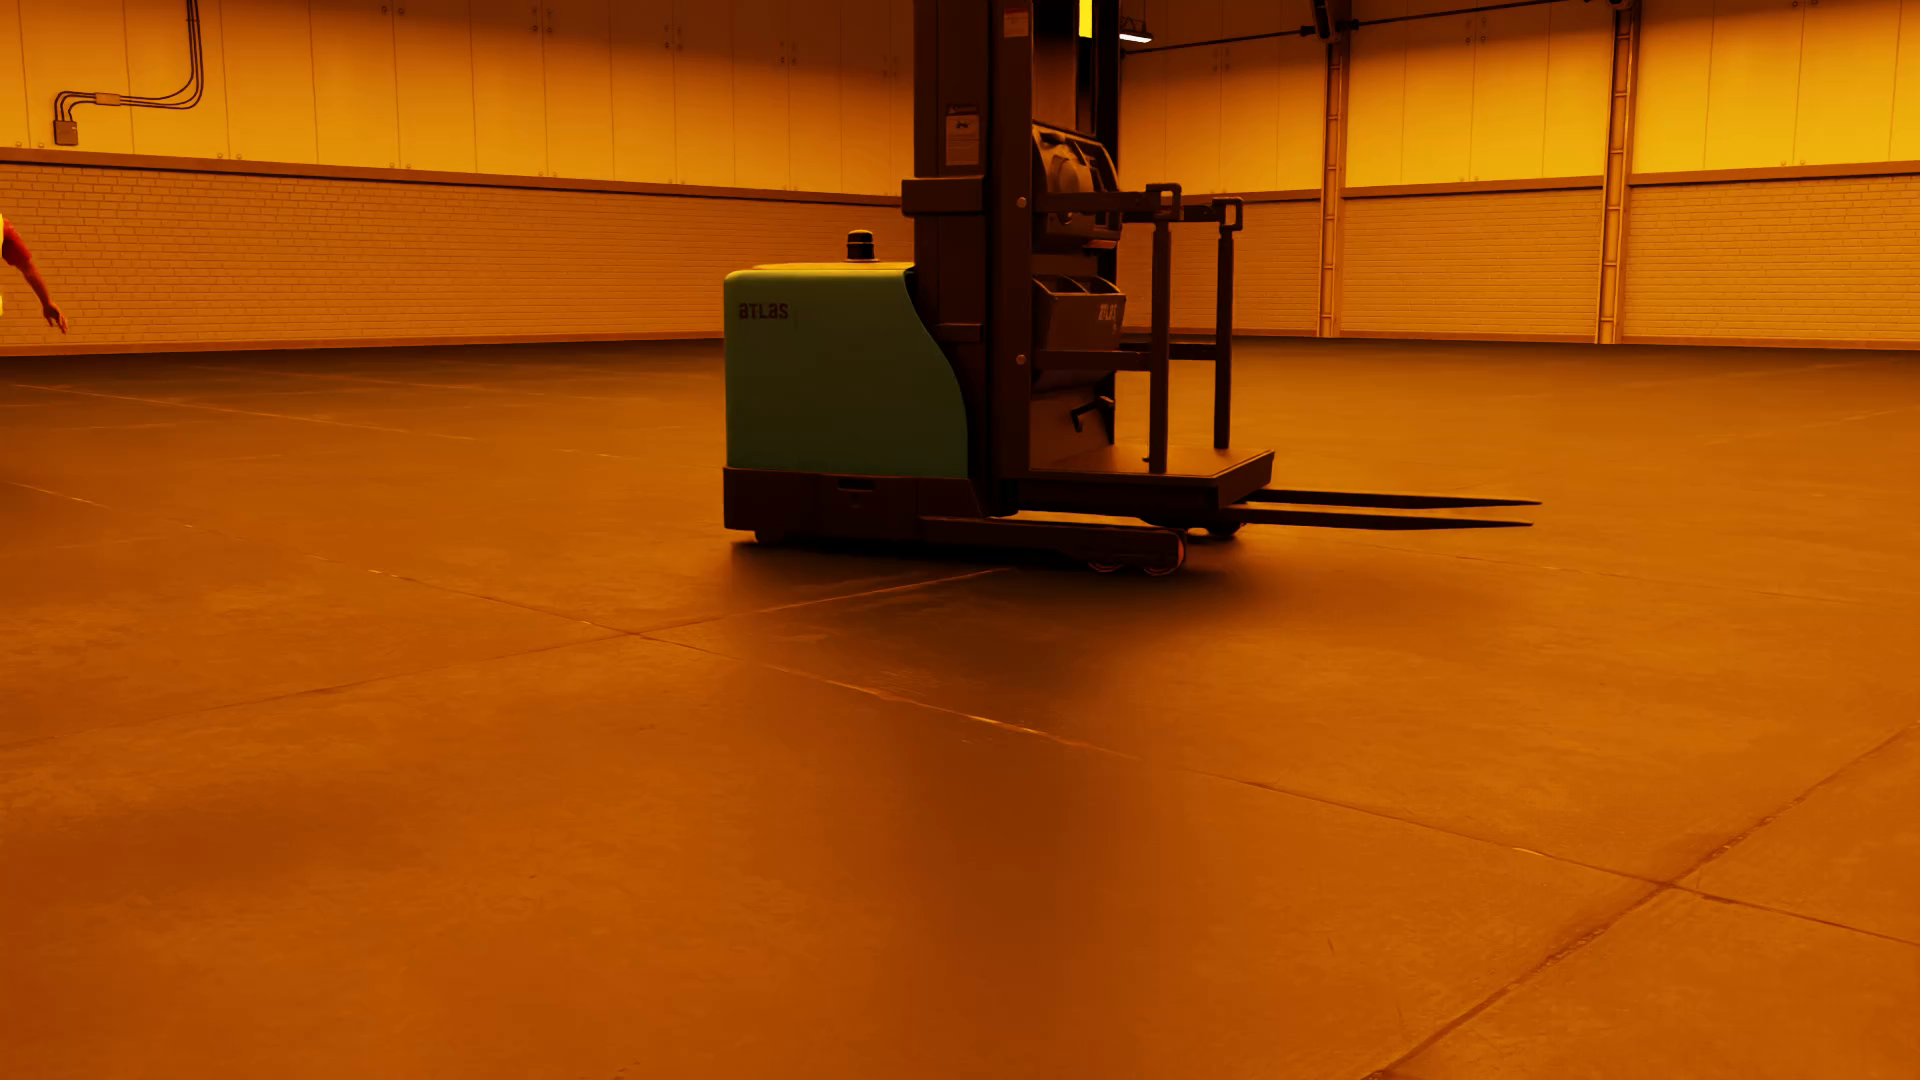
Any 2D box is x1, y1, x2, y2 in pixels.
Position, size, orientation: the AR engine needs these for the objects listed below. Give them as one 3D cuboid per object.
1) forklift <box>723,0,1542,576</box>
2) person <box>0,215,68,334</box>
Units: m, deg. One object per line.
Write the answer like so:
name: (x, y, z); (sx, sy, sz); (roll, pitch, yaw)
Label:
forklift: (0.635, -1.412, 6.248); (3.031, 2.935, 1.130); (3, 9, 22)
person: (-5.576, -1.248, 9.220); (0.737, 1.750, 1.045); (4, 9, 25)
